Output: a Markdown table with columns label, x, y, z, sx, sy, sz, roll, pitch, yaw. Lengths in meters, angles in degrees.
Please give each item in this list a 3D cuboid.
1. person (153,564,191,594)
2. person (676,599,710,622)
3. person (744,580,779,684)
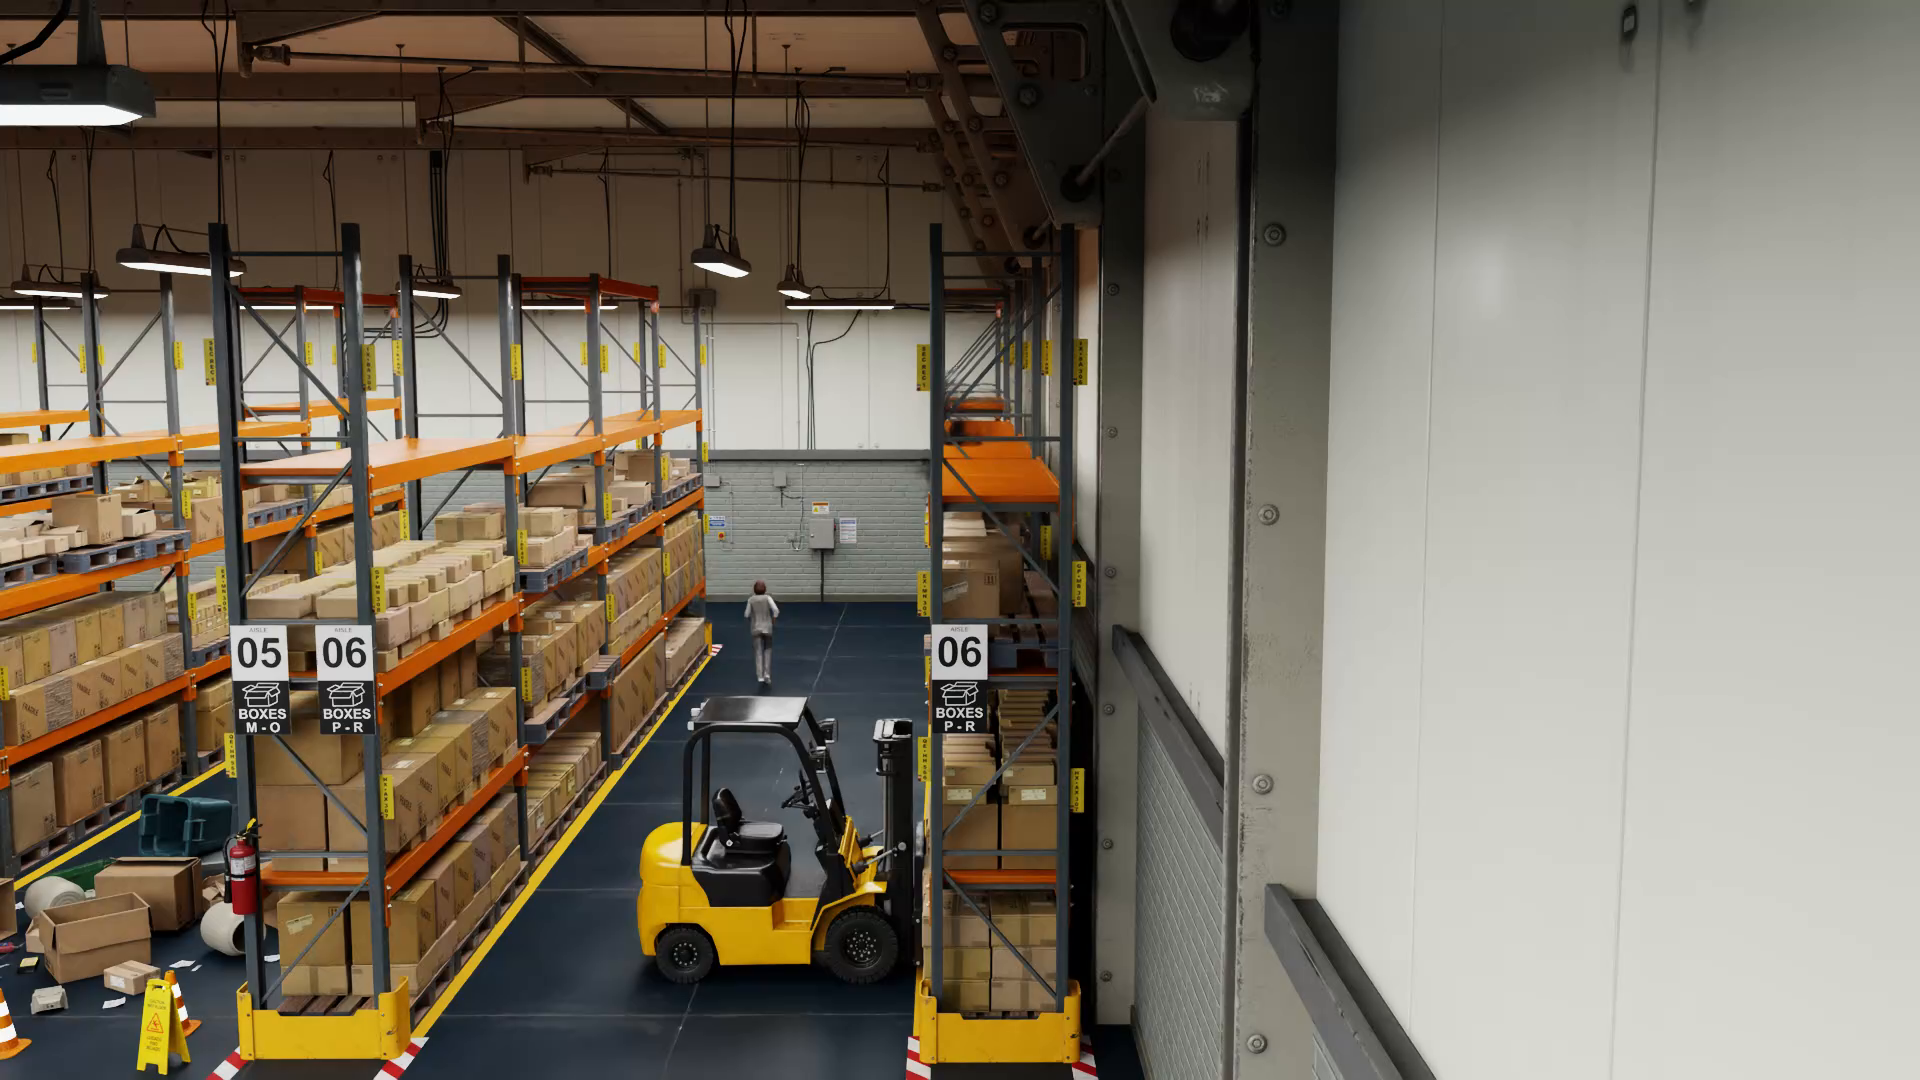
| label | x | y | z | sx | sy | sz | roll | pitch | yaw |
| --- | --- | --- | --- | --- | --- | --- | --- | --- | --- |
| person | -12.927 | 1.181 | 27.267 | 0.572 | 1.611 | 0.533 | -1 | 7 | -7 |
| person | -4.824 | 0.902 | 29.243 | 0.871 | 1.729 | 0.774 | 3 | 7 | 24 |
| person | -3.013 | 1.431 | 25.252 | 0.523 | 1.647 | 0.739 | -1 | 7 | -8 |
